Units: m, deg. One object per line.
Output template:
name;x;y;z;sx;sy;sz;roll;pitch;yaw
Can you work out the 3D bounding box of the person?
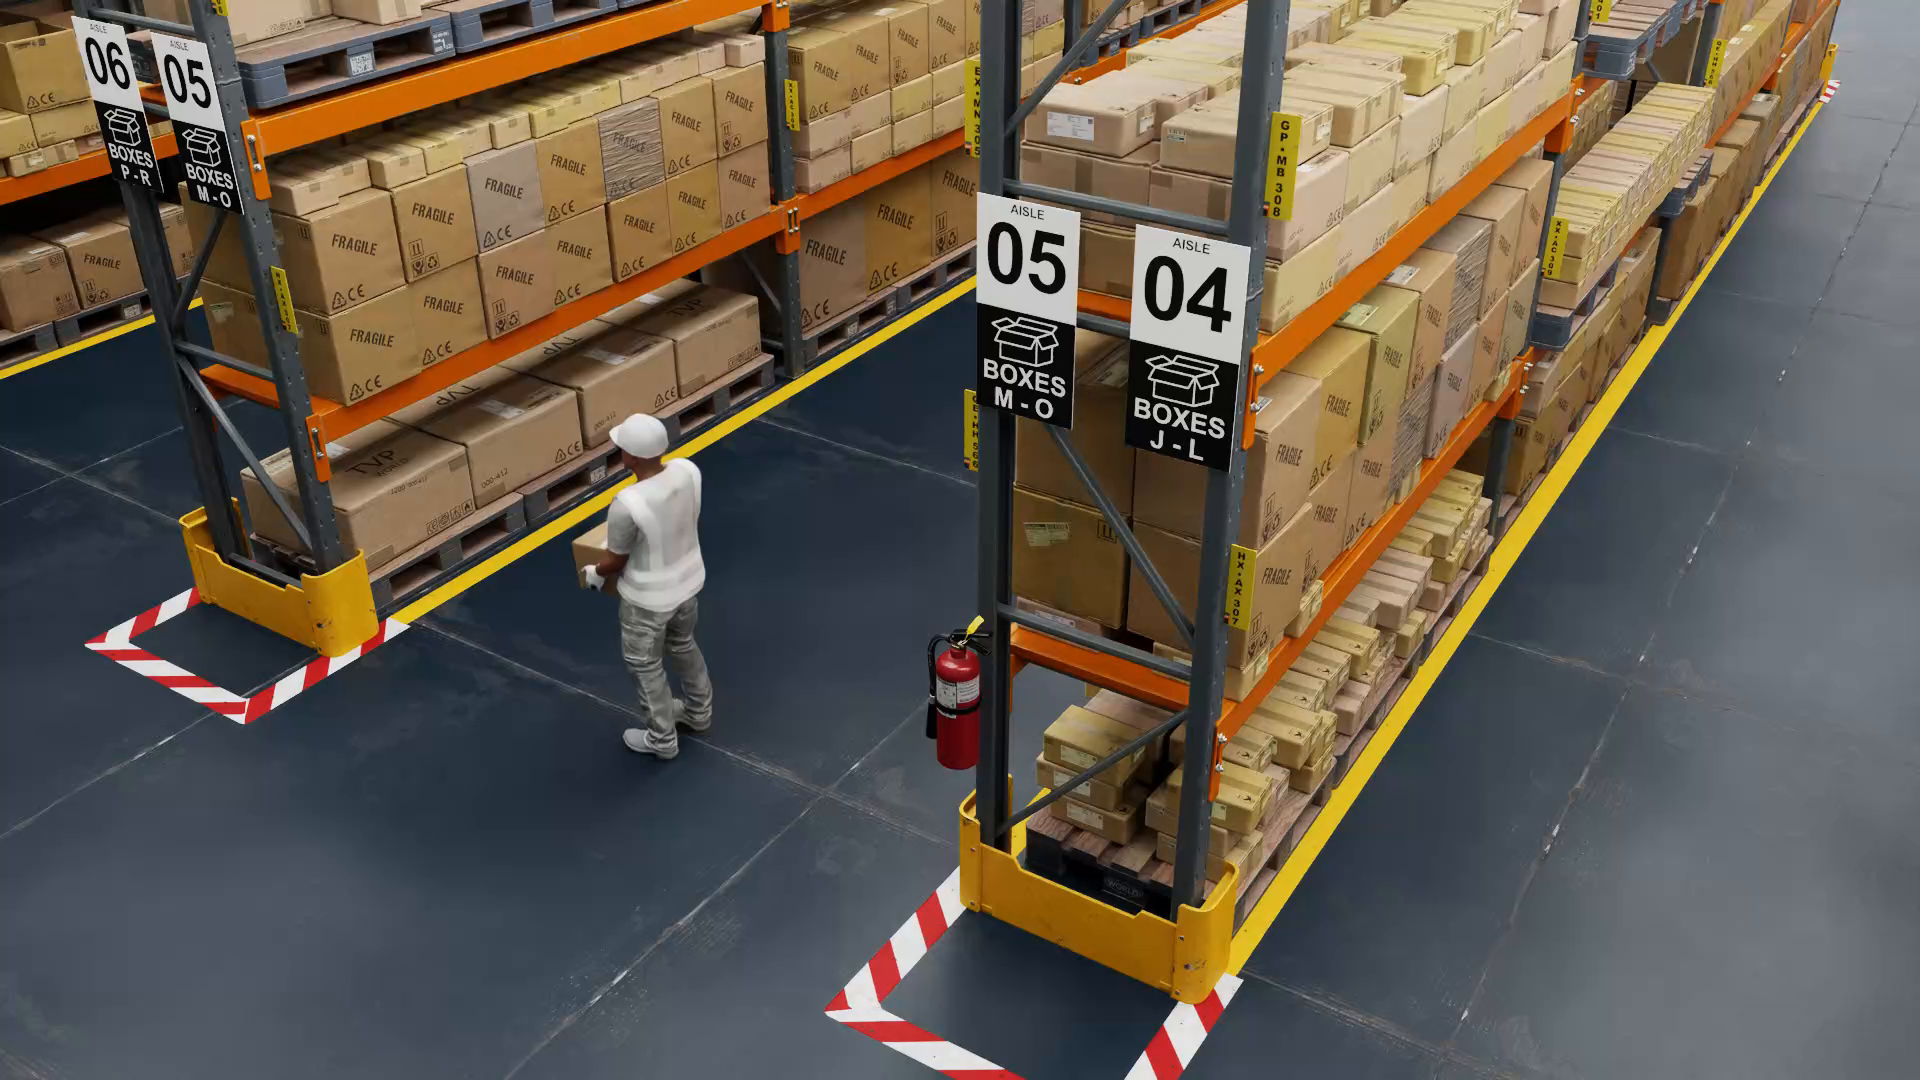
person;-1.480;0.197;7.827;0.531;1.789;0.537;17;34;27
